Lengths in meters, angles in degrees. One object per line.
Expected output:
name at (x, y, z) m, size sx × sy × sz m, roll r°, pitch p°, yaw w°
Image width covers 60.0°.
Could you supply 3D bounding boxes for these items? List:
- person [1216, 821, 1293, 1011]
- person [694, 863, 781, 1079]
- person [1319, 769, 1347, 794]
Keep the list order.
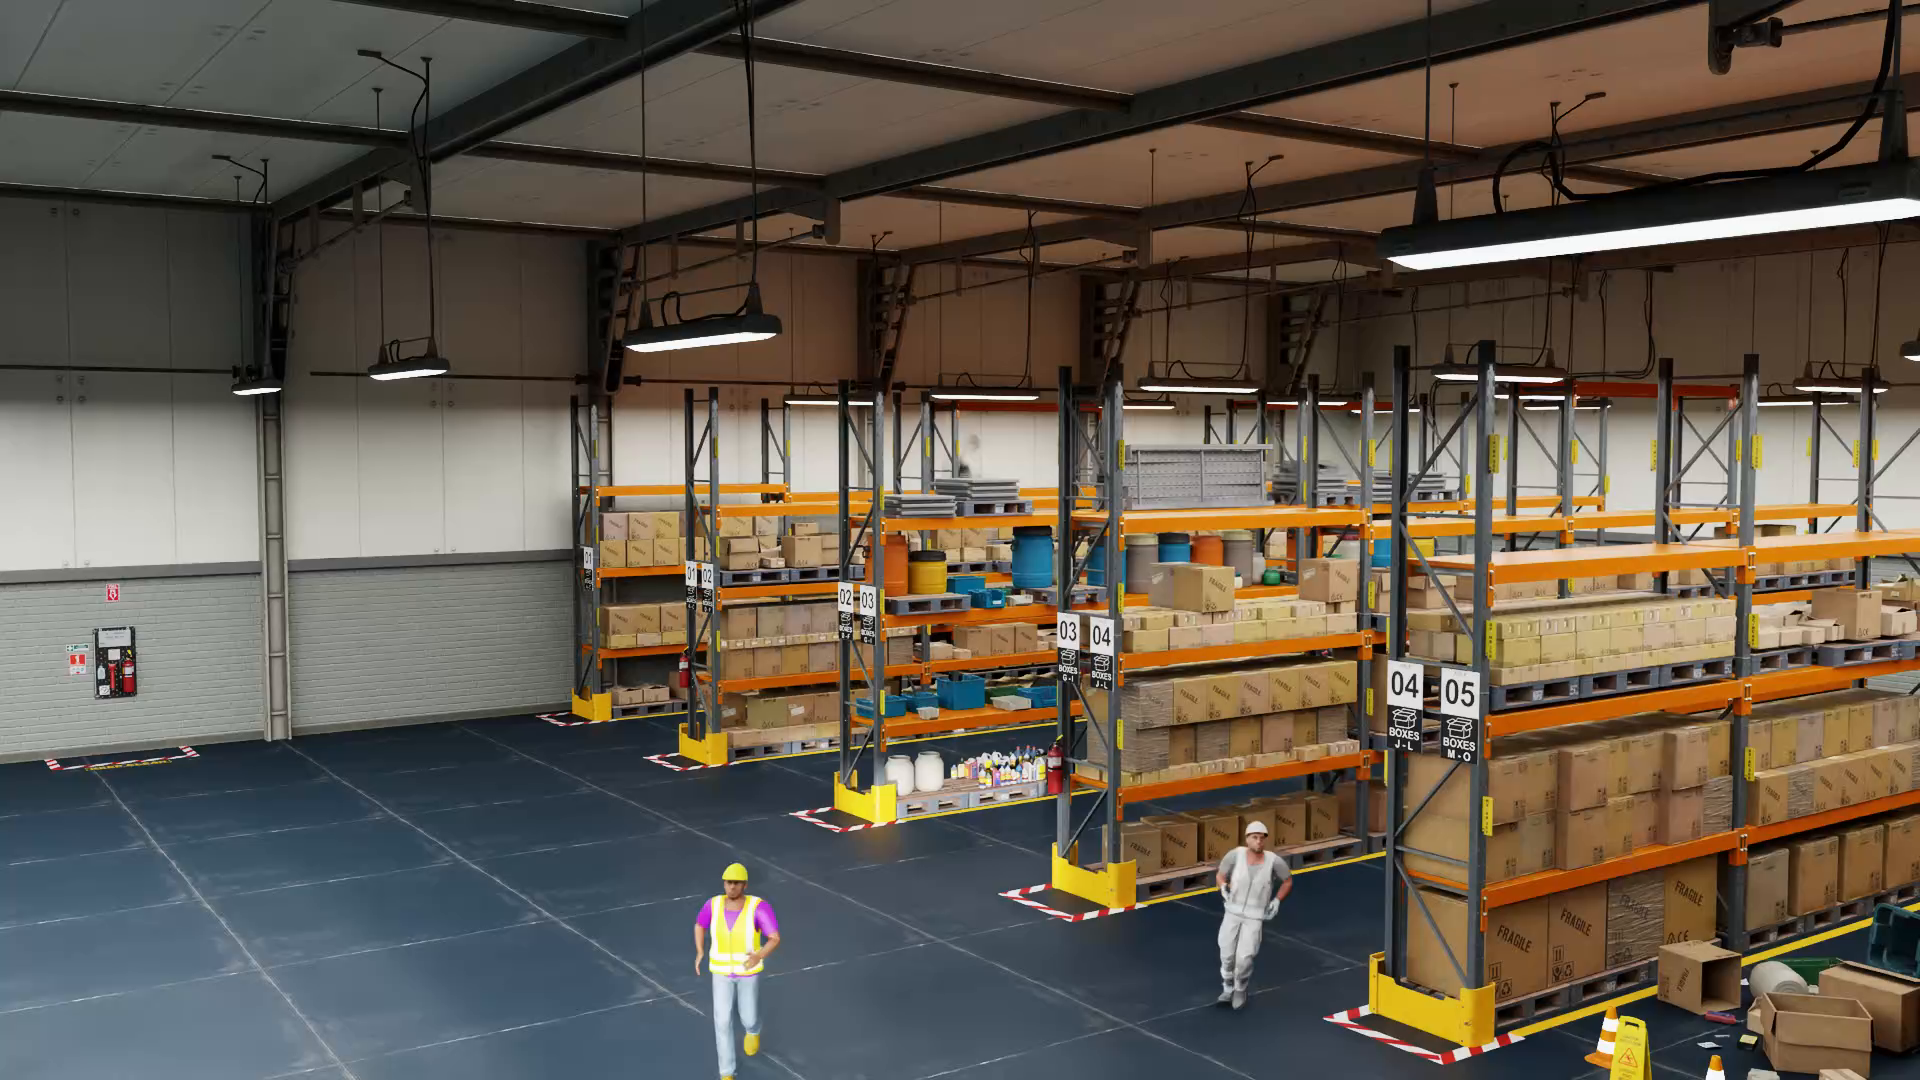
person at (2.607, 3.393, 14.981) m, size 0.662 × 1.736 × 0.617 m, roll 1°, pitch 4°, yaw 23°
person at (-1.807, 3.470, 13.416) m, size 0.731 × 1.746 × 0.931 m, roll 0°, pitch 3°, yaw 2°
person at (5.375, 2.897, 24.328) m, size 0.536 × 1.624 × 0.582 m, roll -3°, pitch 5°, yaw -43°
